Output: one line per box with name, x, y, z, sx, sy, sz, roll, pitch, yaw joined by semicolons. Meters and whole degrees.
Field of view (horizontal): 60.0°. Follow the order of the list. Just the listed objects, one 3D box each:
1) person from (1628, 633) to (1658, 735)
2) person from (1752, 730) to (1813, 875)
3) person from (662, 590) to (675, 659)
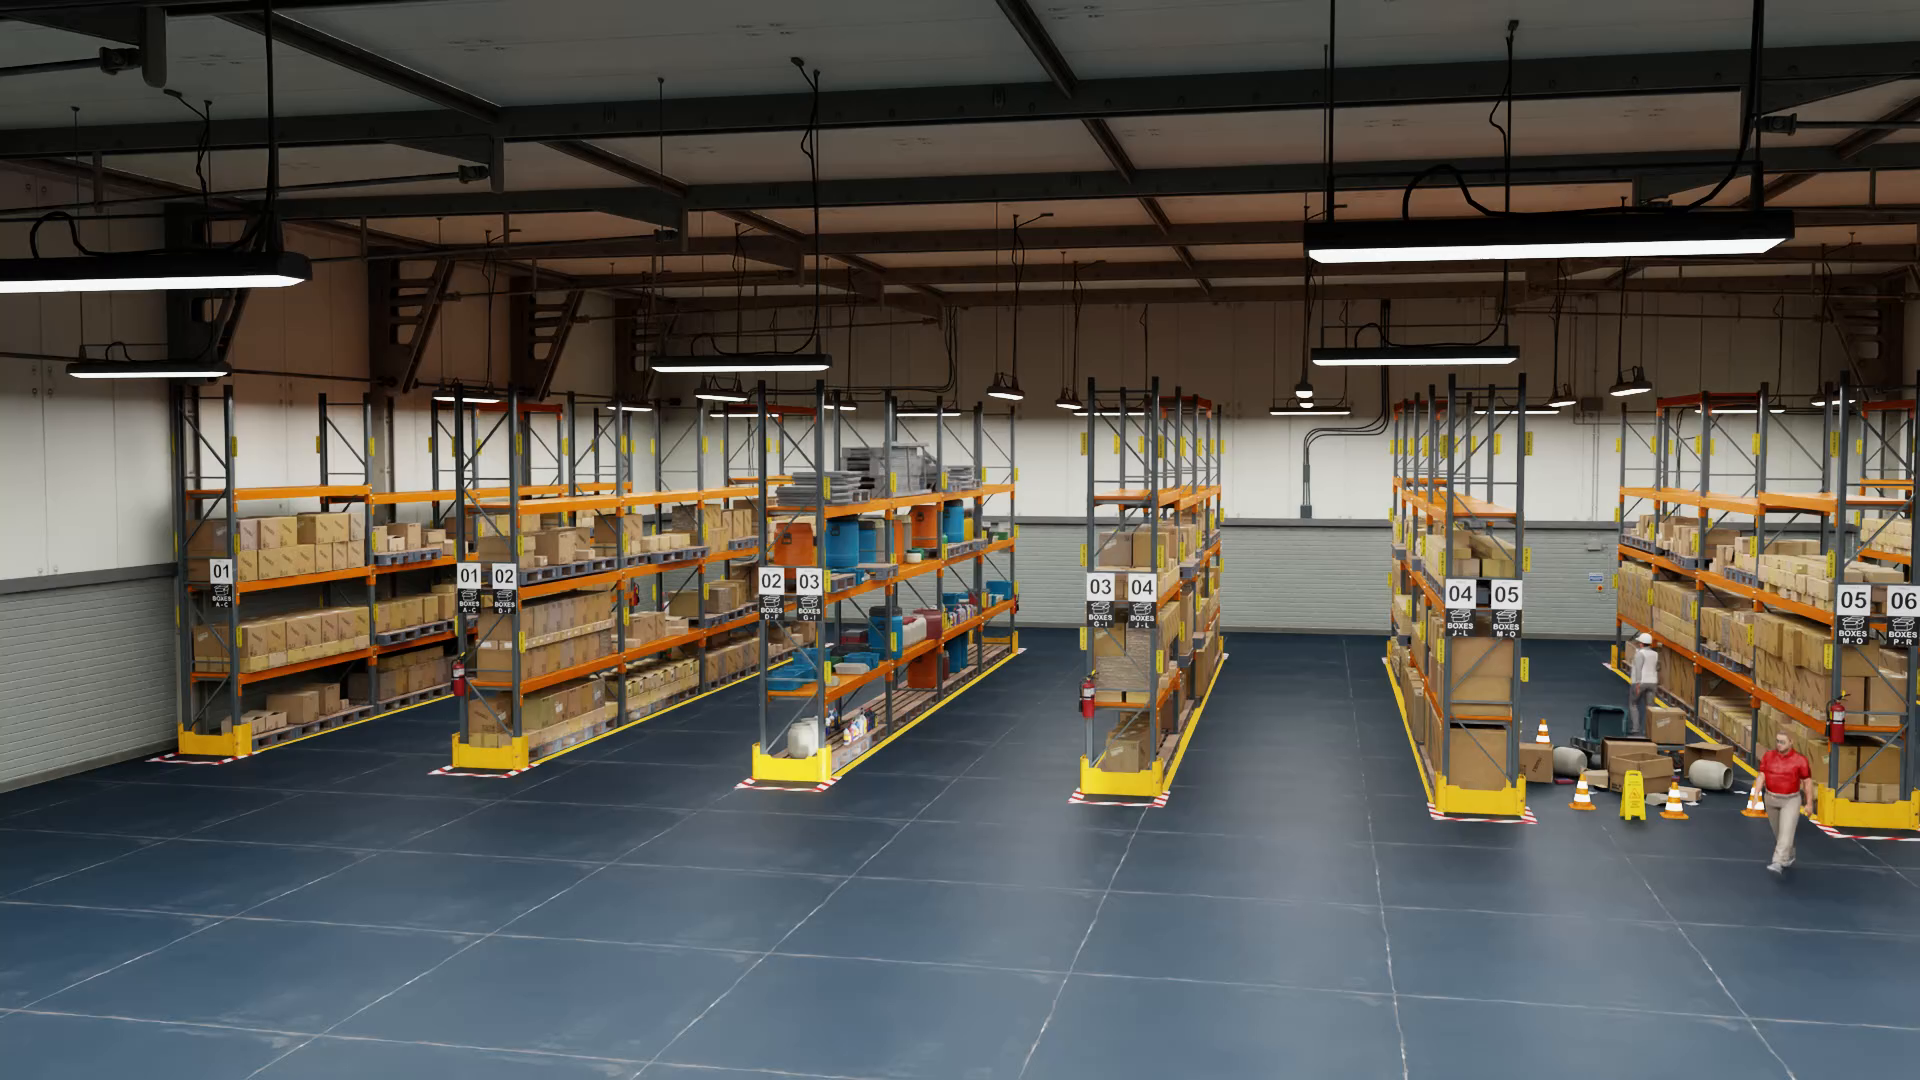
person;11.898;2.528;28.830;0.522;1.813;0.624;0;3;-2
person;9.585;3.059;19.467;1.107;1.662;0.564;-2;4;-37
person;-6.522;2.017;37.259;0.593;1.785;0.480;1;3;14
